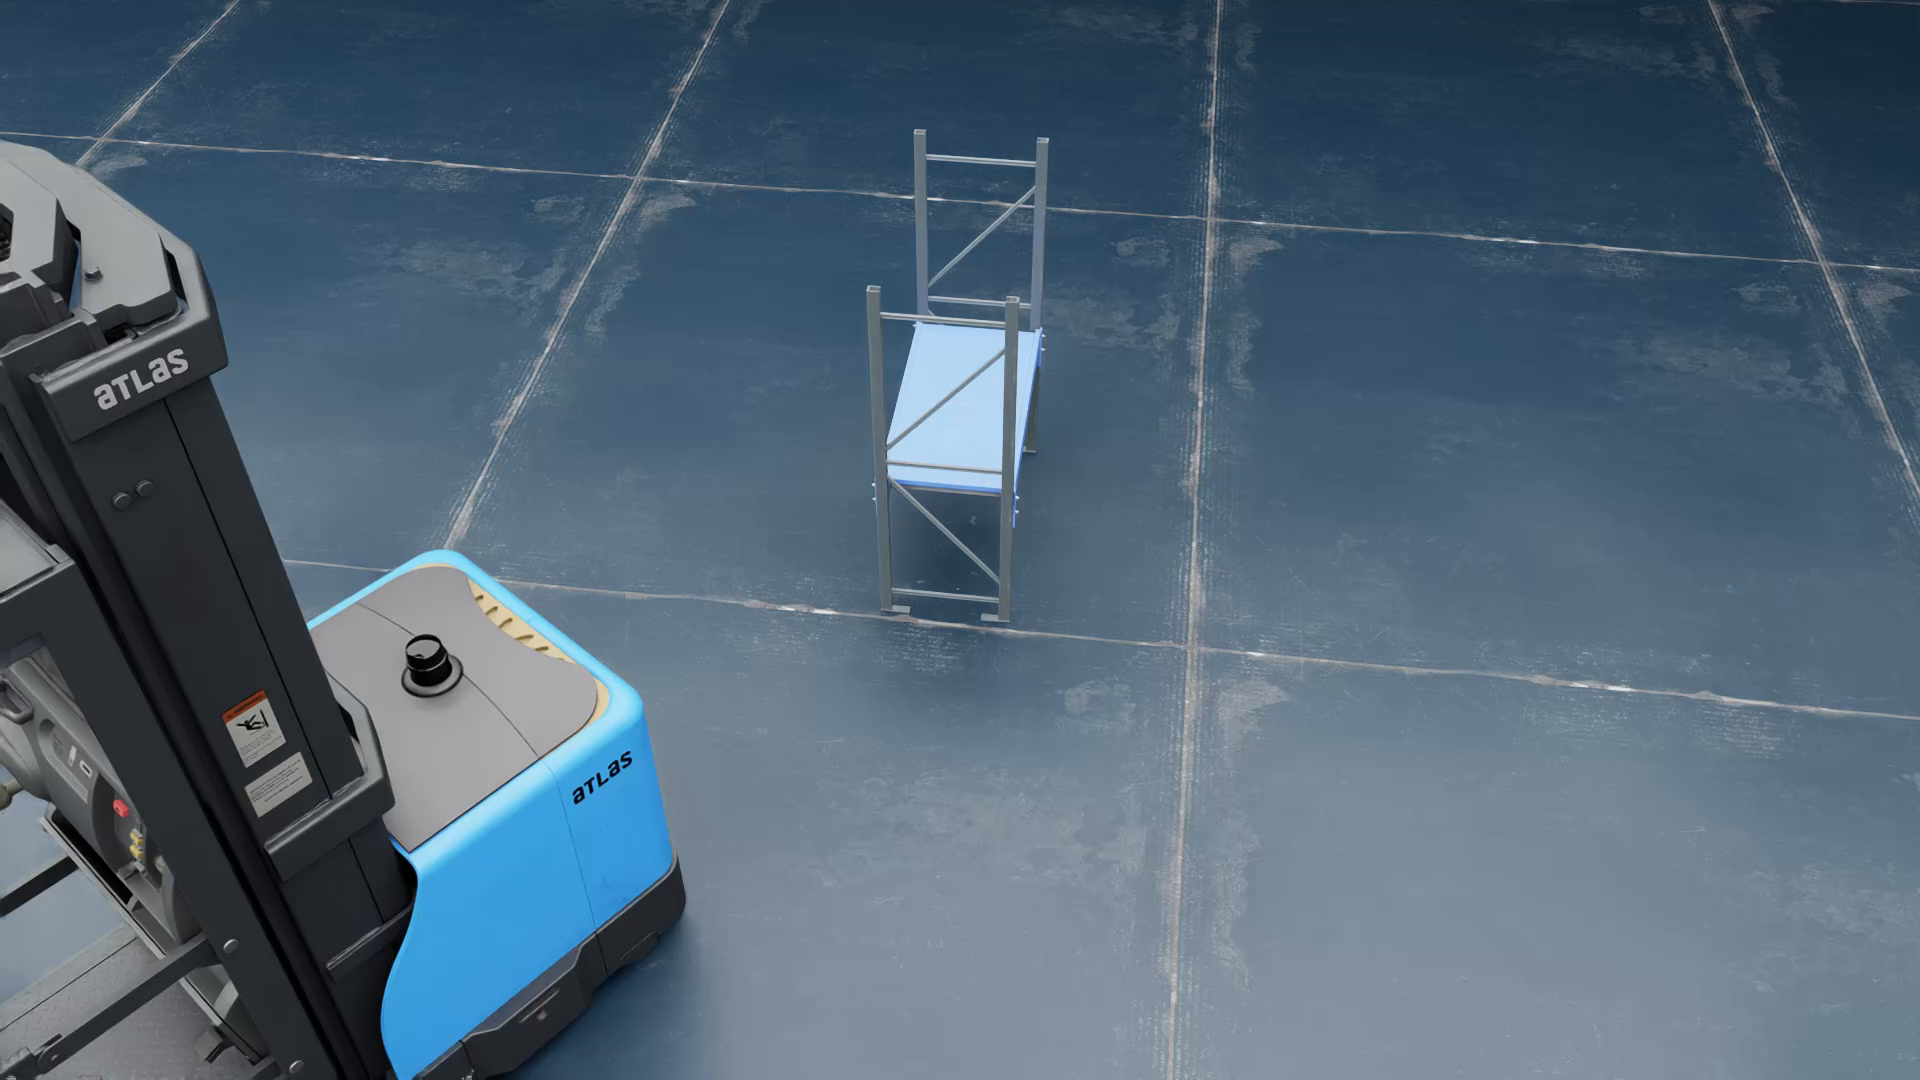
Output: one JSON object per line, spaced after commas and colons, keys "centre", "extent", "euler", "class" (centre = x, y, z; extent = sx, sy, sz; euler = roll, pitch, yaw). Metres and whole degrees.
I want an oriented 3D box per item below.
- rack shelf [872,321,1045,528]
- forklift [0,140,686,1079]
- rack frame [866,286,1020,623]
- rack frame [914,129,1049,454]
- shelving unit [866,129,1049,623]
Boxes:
{"centre": [0.011, -0.472, 6.419], "extent": [0.538, 0.185, 1.000], "euler": [5, 44, 6], "class": "rack shelf"}
{"centre": [-2.250, 0.693, 3.886], "extent": [1.130, 2.935, 3.031], "euler": [32, 52, 29], "class": "forklift"}
{"centre": [-0.056, -0.256, 5.930], "extent": [0.500, 1.500, 0.032], "euler": [5, 44, 6], "class": "rack frame"}
{"centre": [0.078, -0.949, 6.662], "extent": [0.500, 1.500, 0.032], "euler": [5, 44, 6], "class": "rack frame"}
{"centre": [0.011, -0.603, 6.296], "extent": [0.538, 1.500, 1.048], "euler": [5, 44, 6], "class": "shelving unit"}
